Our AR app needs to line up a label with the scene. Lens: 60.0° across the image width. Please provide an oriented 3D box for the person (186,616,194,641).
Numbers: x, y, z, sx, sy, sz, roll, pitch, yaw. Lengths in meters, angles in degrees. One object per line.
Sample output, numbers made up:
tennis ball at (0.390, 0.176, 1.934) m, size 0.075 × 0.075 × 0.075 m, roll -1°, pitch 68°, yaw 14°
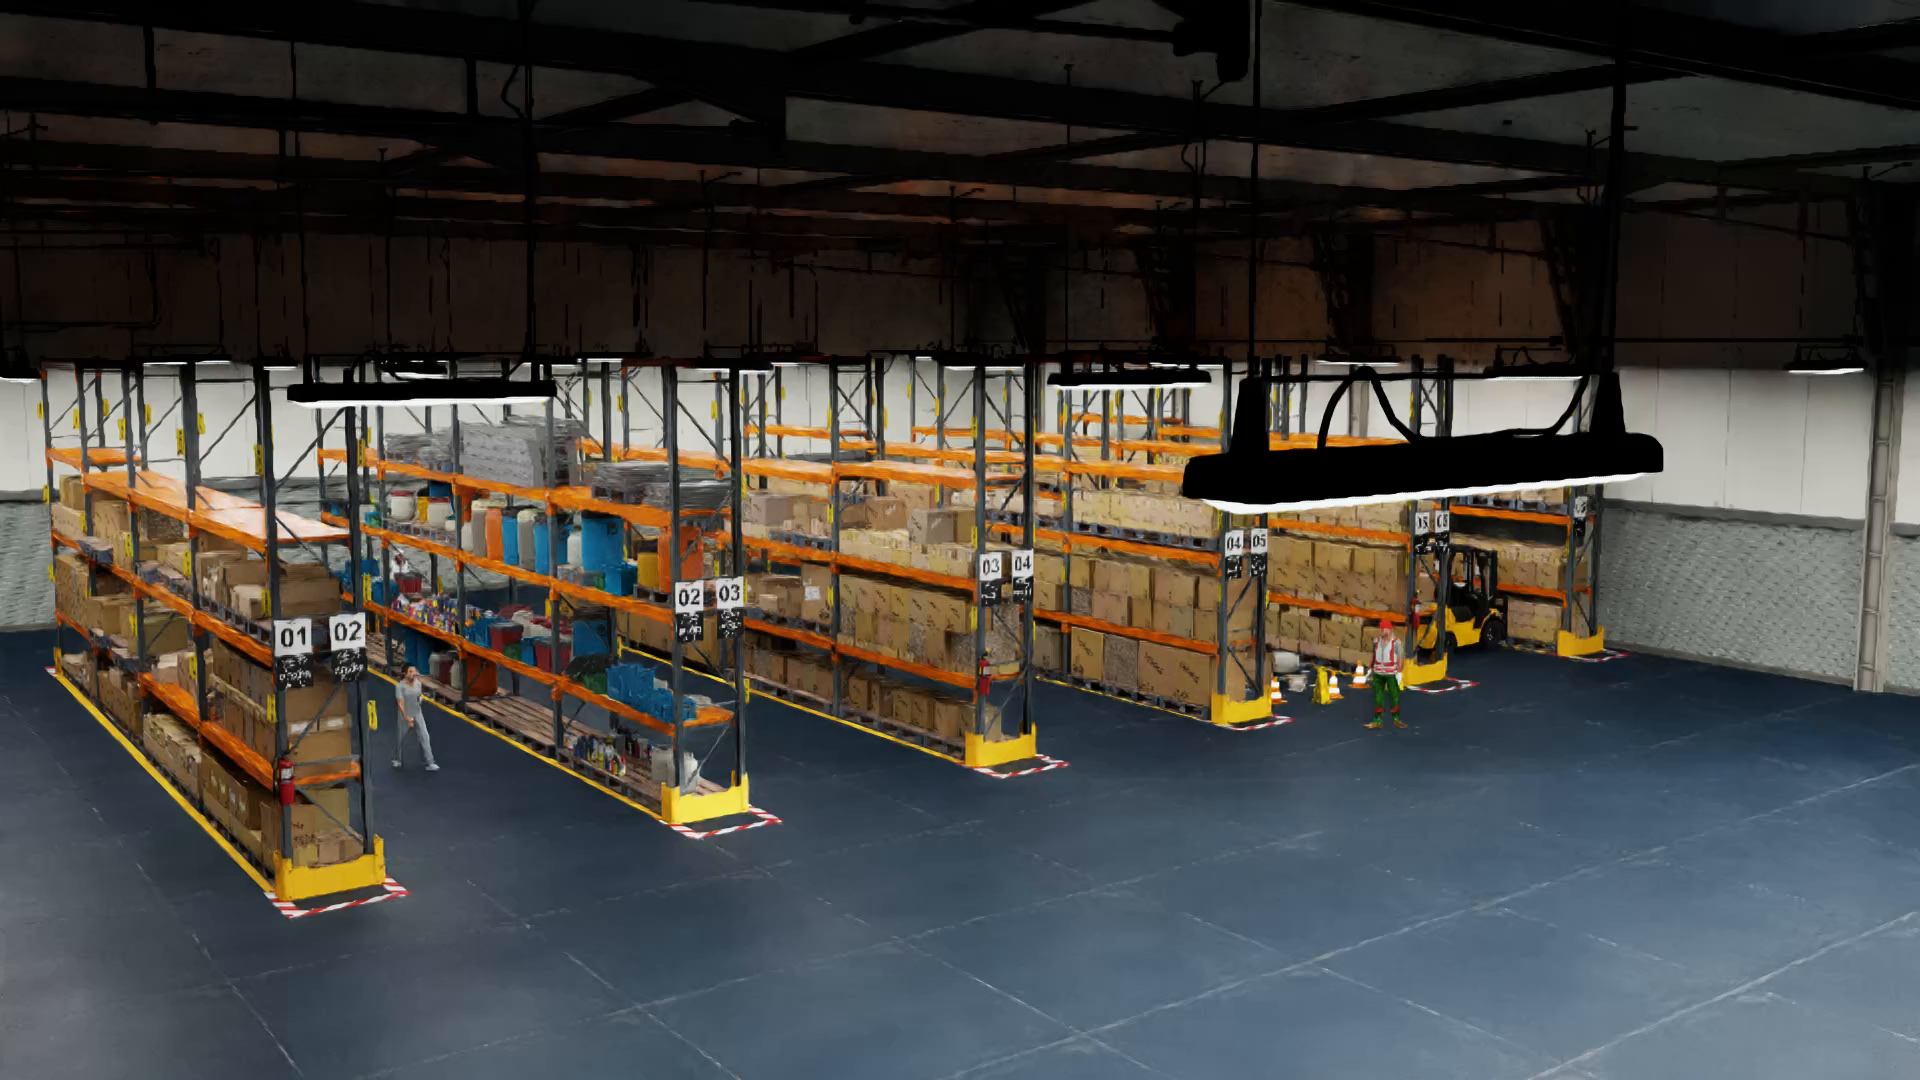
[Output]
person at (-14.691, 1.582, 32.005) m, size 0.388 × 1.792 × 0.668 m, roll -5°, pitch 8°, yaw -35°

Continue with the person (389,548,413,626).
person at (-12.478, 1.025, 37.111) m, size 0.553 × 1.725 × 1.030 m, roll -5°, pitch 9°, yaw -37°

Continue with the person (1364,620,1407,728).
person at (6.973, 2.188, 27.205) m, size 0.666 × 1.792 × 0.544 m, roll 5°, pitch 8°, yaw 35°

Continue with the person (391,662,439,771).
person at (-8.088, 2.589, 24.464) m, size 0.444 × 1.604 × 1.016 m, roll -7°, pitch 10°, yaw -44°
